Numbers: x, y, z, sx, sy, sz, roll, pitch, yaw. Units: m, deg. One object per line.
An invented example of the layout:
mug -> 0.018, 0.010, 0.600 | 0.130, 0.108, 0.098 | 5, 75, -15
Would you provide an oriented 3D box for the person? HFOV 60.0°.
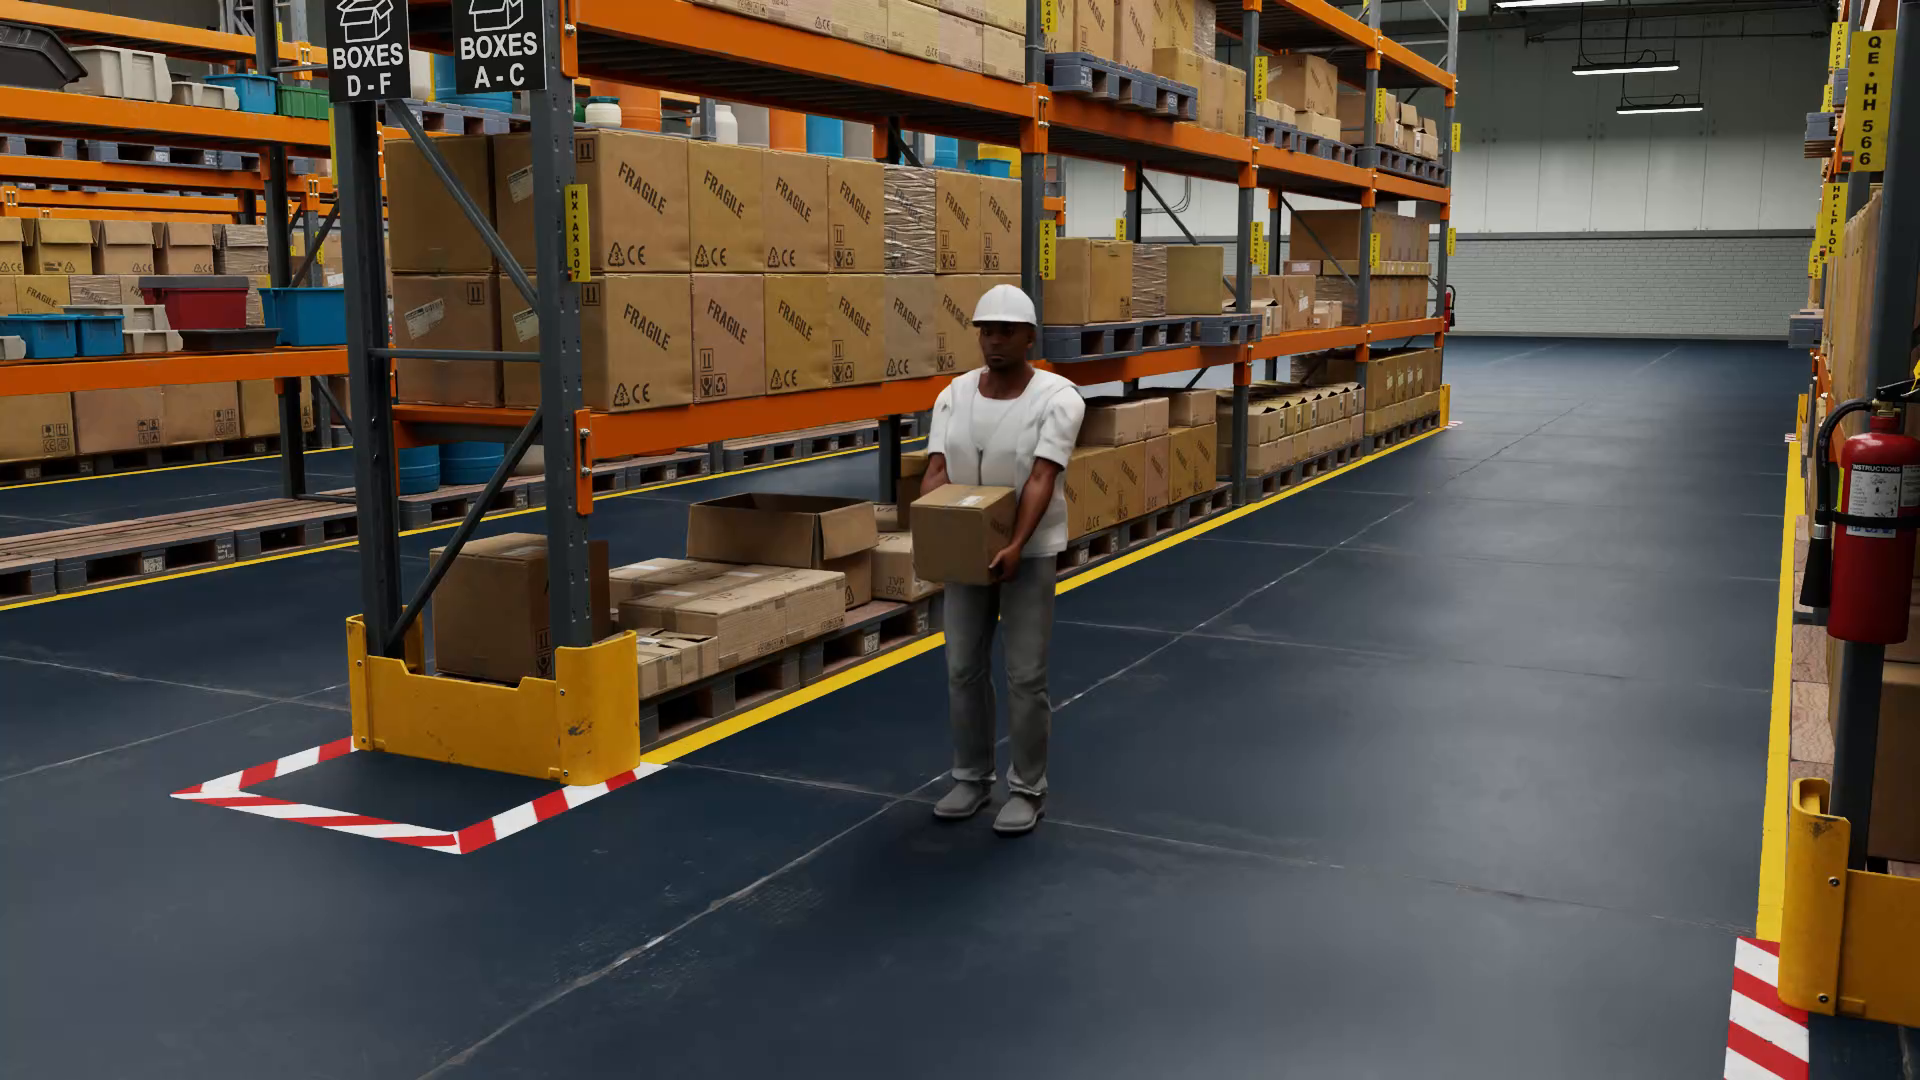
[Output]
person -> 0.106, 0.065, 5.386 | 0.505, 1.762, 0.573 | 4, 10, 25
